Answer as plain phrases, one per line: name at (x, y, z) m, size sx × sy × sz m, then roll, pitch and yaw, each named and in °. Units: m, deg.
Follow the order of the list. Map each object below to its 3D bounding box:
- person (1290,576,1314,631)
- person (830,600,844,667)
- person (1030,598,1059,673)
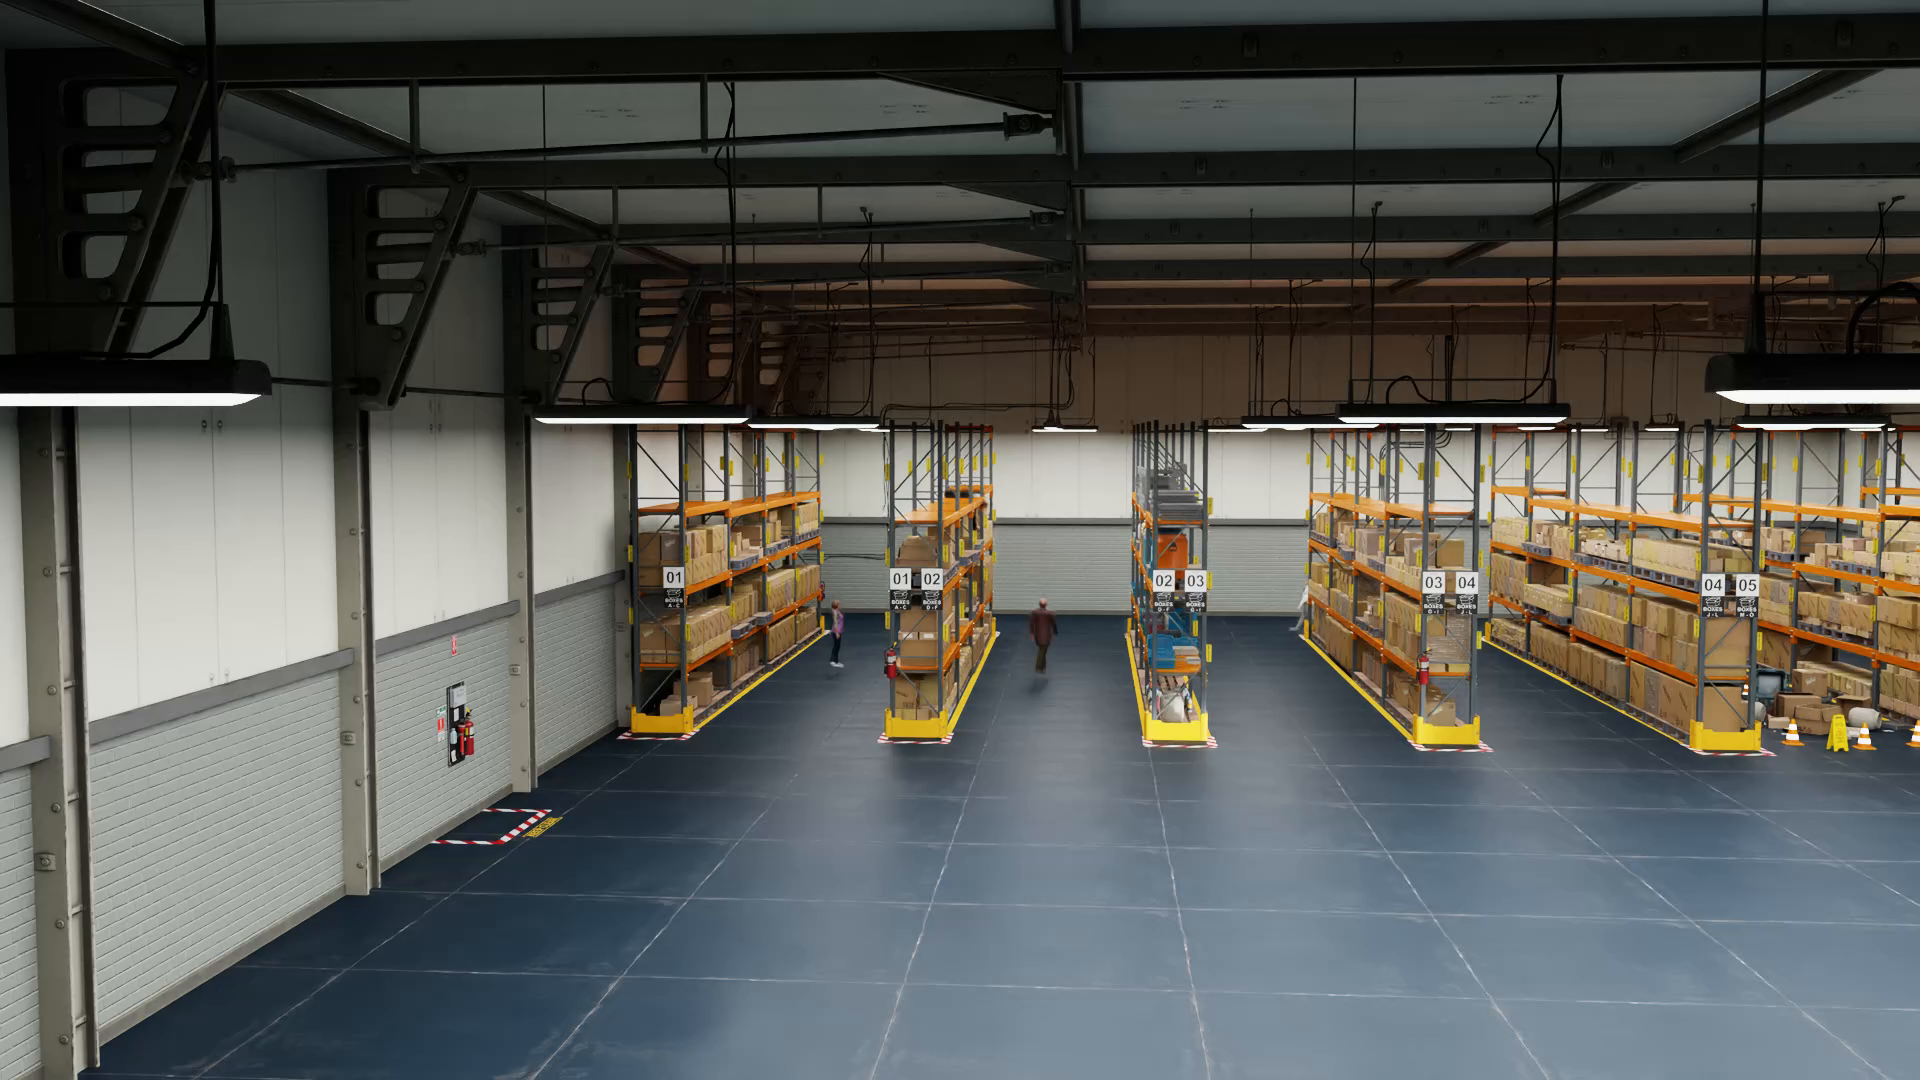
person at (9.958, 1.855, 47.934) m, size 0.995 × 1.632 × 0.560 m, roll 3°, pitch 5°, yaw 37°
person at (-2.959, 2.242, 39.955) m, size 0.331 × 1.618 × 0.523 m, roll 0°, pitch 4°, yaw 6°
person at (1.989, 2.280, 39.127) m, size 0.570 × 1.841 × 0.708 m, roll 3°, pitch 5°, yaw 43°
